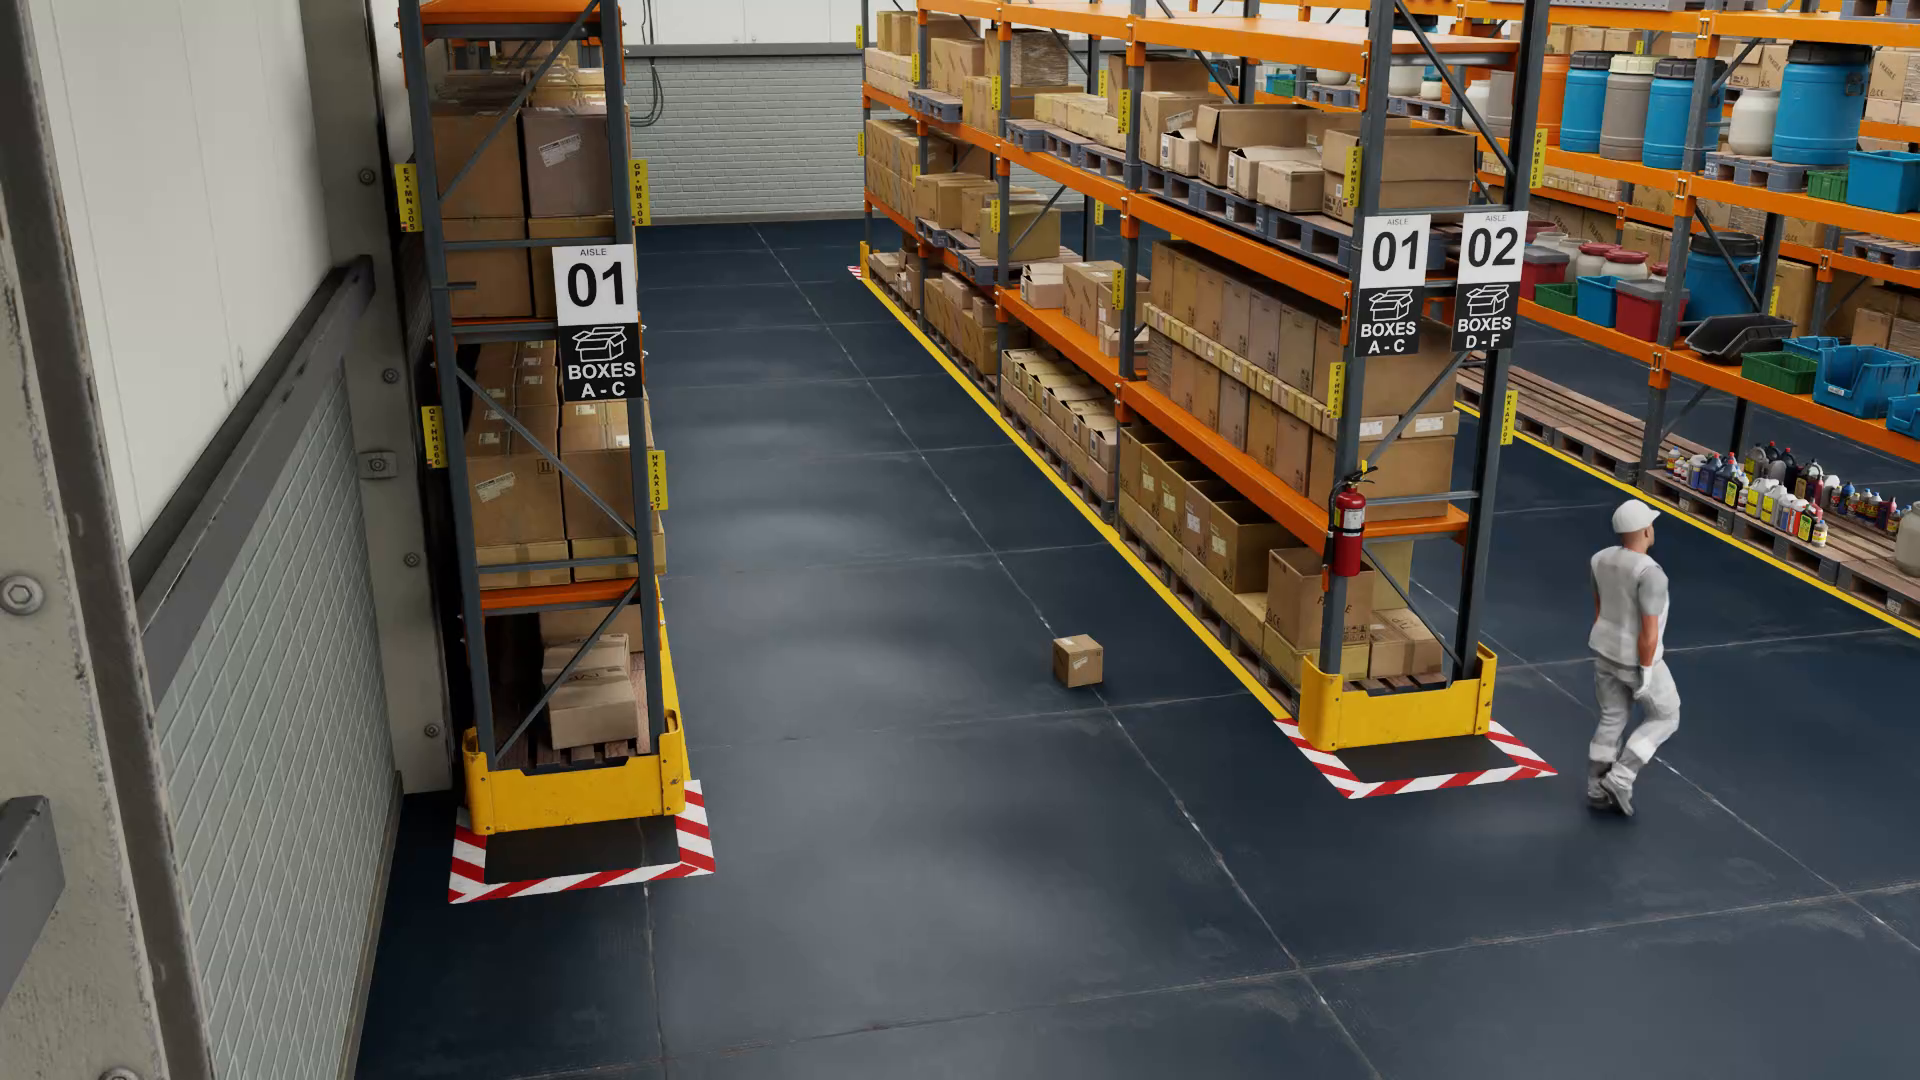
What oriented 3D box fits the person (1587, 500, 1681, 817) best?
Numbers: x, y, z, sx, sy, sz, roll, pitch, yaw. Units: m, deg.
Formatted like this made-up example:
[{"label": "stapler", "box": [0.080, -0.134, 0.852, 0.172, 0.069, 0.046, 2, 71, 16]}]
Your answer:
[{"label": "person", "box": [3.699, 0.642, 9.170, 0.447, 1.785, 0.541, -8, 21, -20]}]
